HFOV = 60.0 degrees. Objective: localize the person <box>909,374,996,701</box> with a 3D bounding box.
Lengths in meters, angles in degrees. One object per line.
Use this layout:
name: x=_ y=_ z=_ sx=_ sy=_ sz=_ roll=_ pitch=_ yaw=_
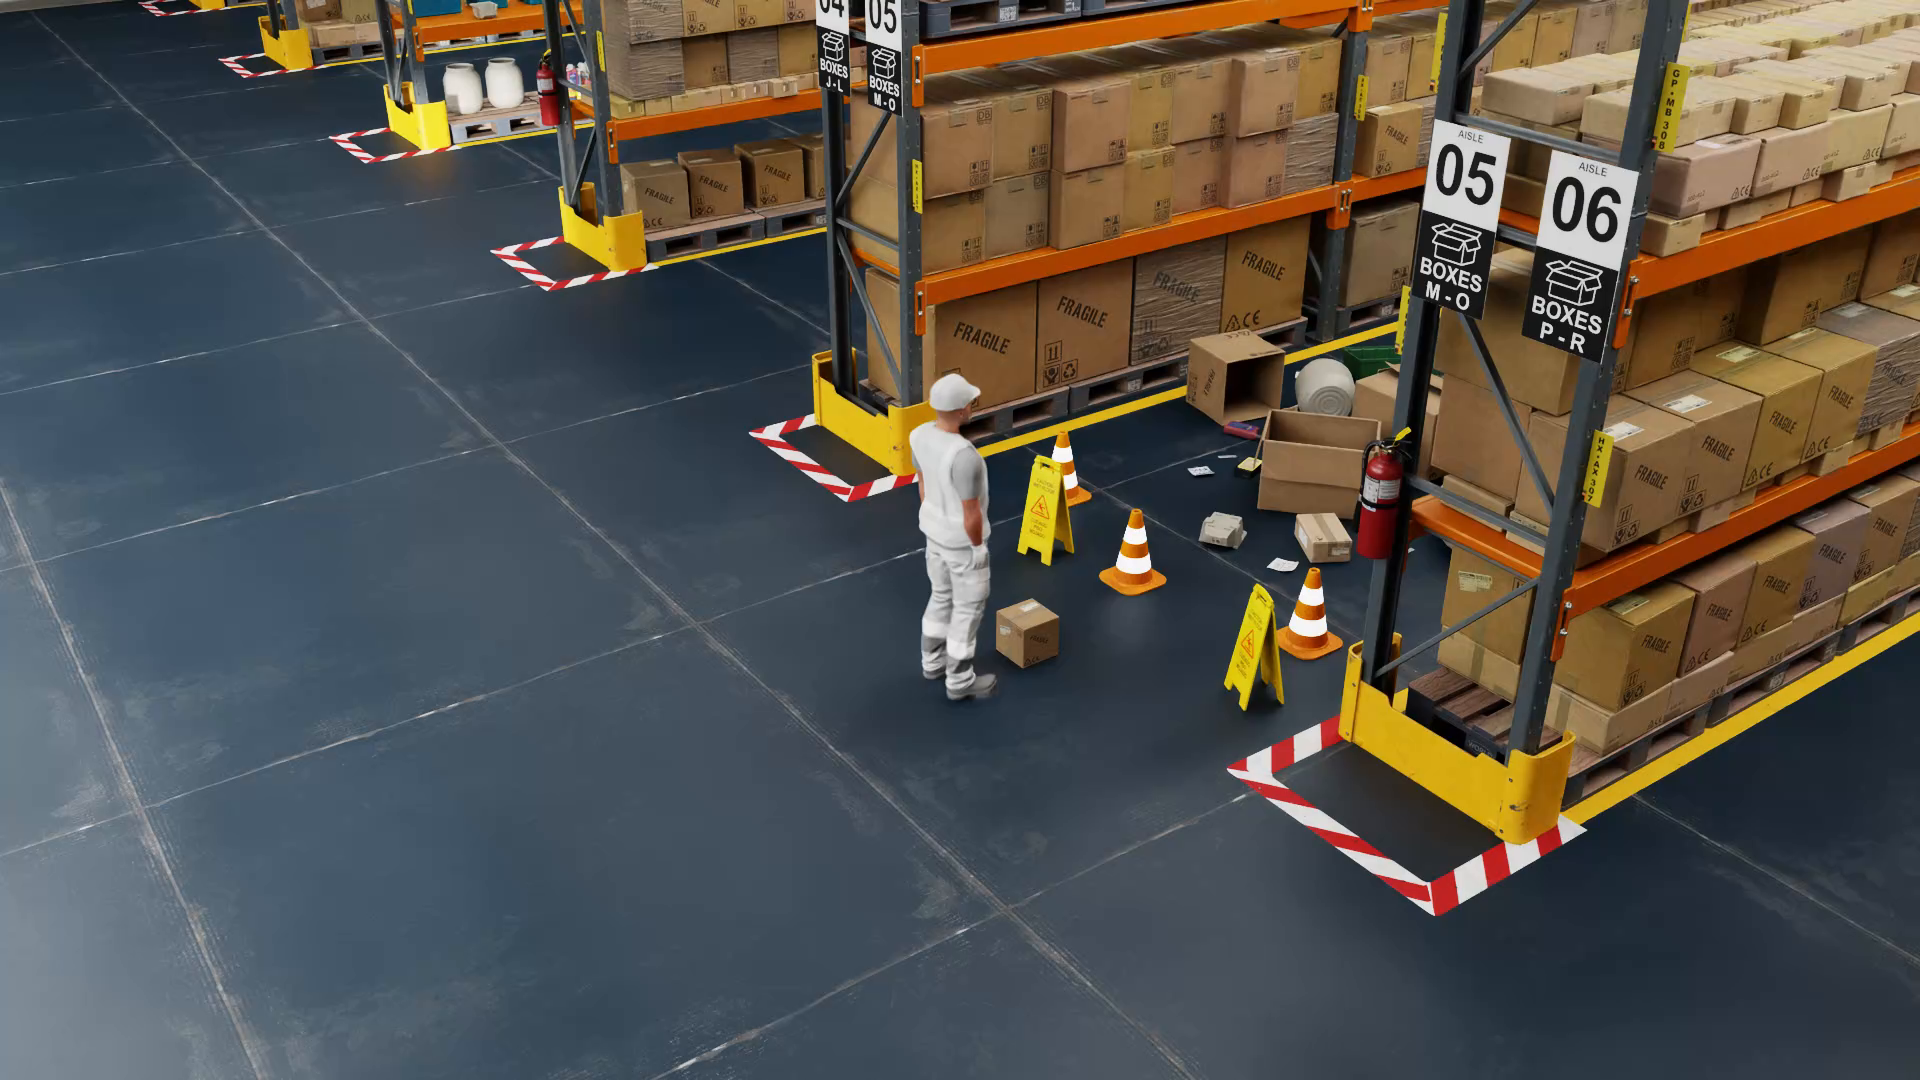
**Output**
person: x=-0.033 y=-0.027 z=8.652 sx=0.338 sy=1.785 sz=0.525 roll=-18 pitch=33 yaw=-30
